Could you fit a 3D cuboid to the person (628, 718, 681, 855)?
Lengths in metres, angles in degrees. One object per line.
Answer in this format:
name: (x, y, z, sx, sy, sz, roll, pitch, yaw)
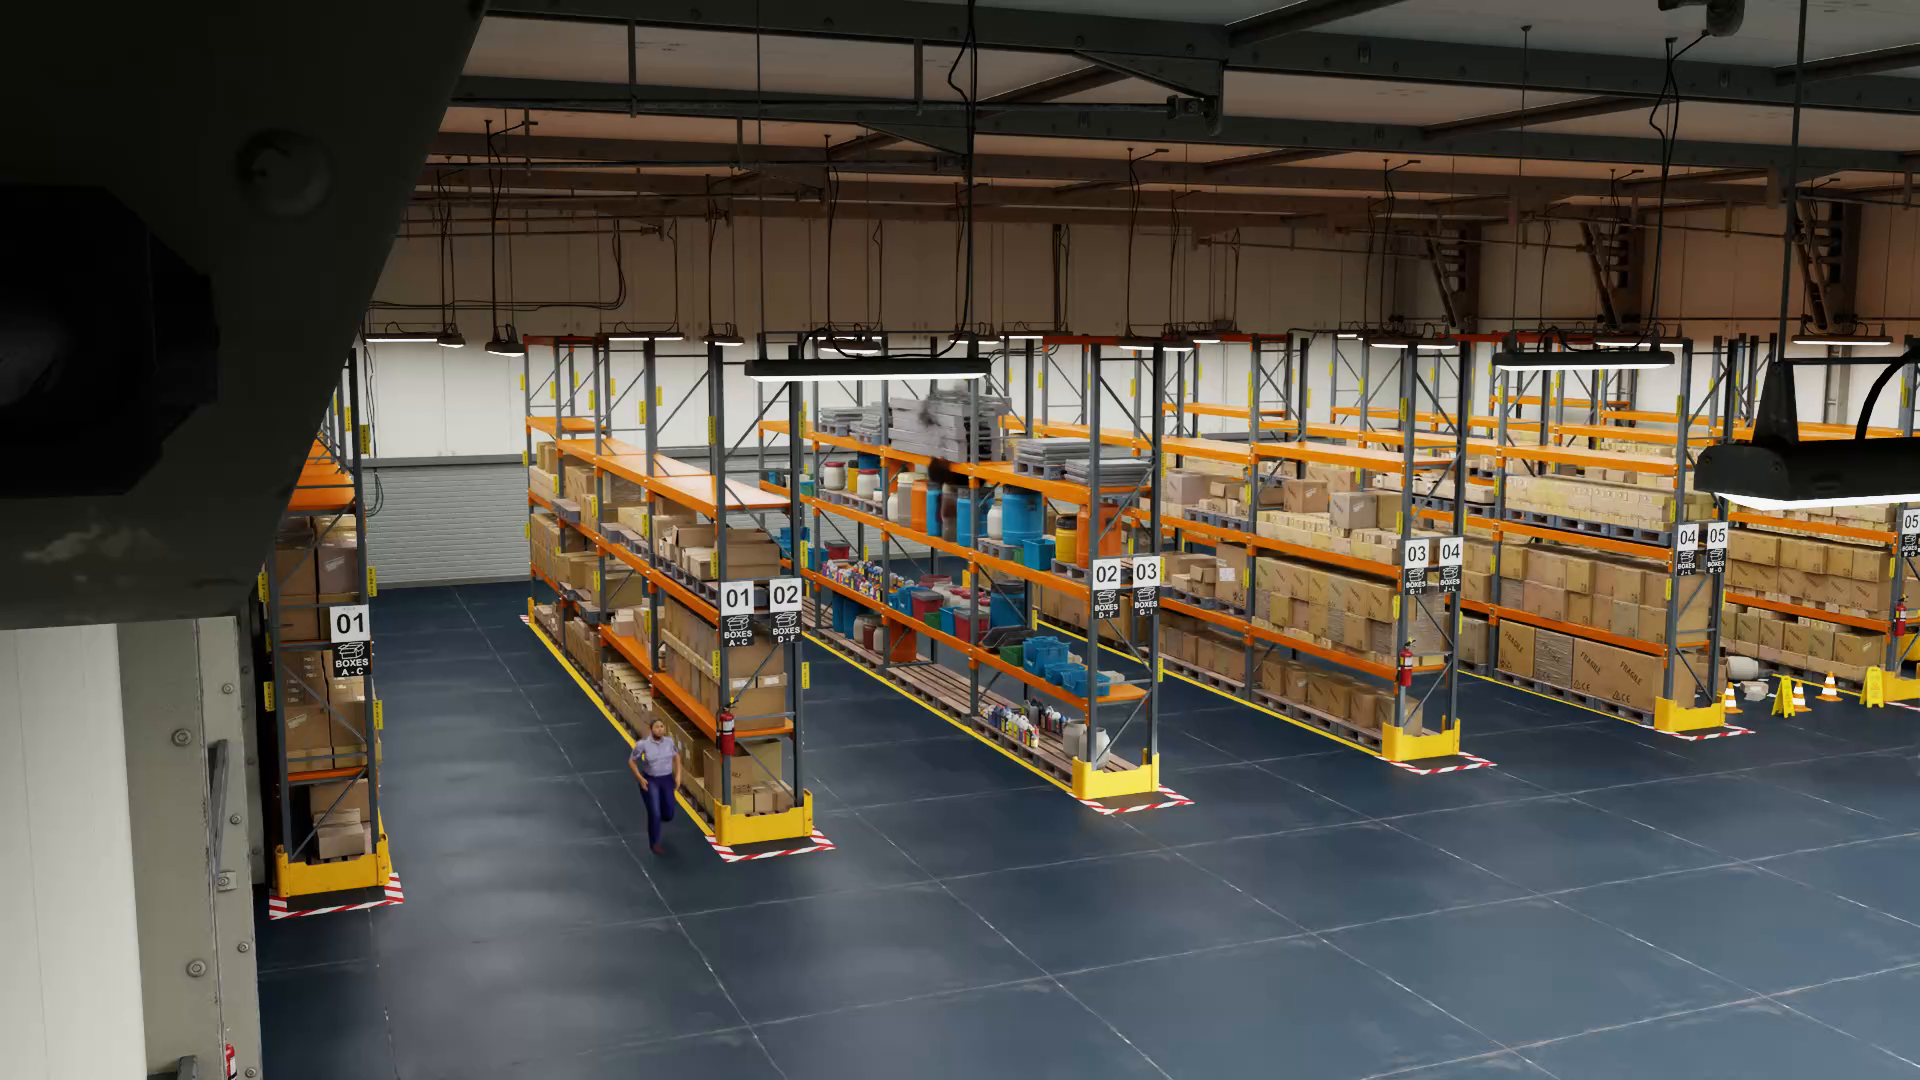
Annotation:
person: (-3.654, 2.912, 19.933, 0.640, 1.595, 0.608, -5, 9, -32)
